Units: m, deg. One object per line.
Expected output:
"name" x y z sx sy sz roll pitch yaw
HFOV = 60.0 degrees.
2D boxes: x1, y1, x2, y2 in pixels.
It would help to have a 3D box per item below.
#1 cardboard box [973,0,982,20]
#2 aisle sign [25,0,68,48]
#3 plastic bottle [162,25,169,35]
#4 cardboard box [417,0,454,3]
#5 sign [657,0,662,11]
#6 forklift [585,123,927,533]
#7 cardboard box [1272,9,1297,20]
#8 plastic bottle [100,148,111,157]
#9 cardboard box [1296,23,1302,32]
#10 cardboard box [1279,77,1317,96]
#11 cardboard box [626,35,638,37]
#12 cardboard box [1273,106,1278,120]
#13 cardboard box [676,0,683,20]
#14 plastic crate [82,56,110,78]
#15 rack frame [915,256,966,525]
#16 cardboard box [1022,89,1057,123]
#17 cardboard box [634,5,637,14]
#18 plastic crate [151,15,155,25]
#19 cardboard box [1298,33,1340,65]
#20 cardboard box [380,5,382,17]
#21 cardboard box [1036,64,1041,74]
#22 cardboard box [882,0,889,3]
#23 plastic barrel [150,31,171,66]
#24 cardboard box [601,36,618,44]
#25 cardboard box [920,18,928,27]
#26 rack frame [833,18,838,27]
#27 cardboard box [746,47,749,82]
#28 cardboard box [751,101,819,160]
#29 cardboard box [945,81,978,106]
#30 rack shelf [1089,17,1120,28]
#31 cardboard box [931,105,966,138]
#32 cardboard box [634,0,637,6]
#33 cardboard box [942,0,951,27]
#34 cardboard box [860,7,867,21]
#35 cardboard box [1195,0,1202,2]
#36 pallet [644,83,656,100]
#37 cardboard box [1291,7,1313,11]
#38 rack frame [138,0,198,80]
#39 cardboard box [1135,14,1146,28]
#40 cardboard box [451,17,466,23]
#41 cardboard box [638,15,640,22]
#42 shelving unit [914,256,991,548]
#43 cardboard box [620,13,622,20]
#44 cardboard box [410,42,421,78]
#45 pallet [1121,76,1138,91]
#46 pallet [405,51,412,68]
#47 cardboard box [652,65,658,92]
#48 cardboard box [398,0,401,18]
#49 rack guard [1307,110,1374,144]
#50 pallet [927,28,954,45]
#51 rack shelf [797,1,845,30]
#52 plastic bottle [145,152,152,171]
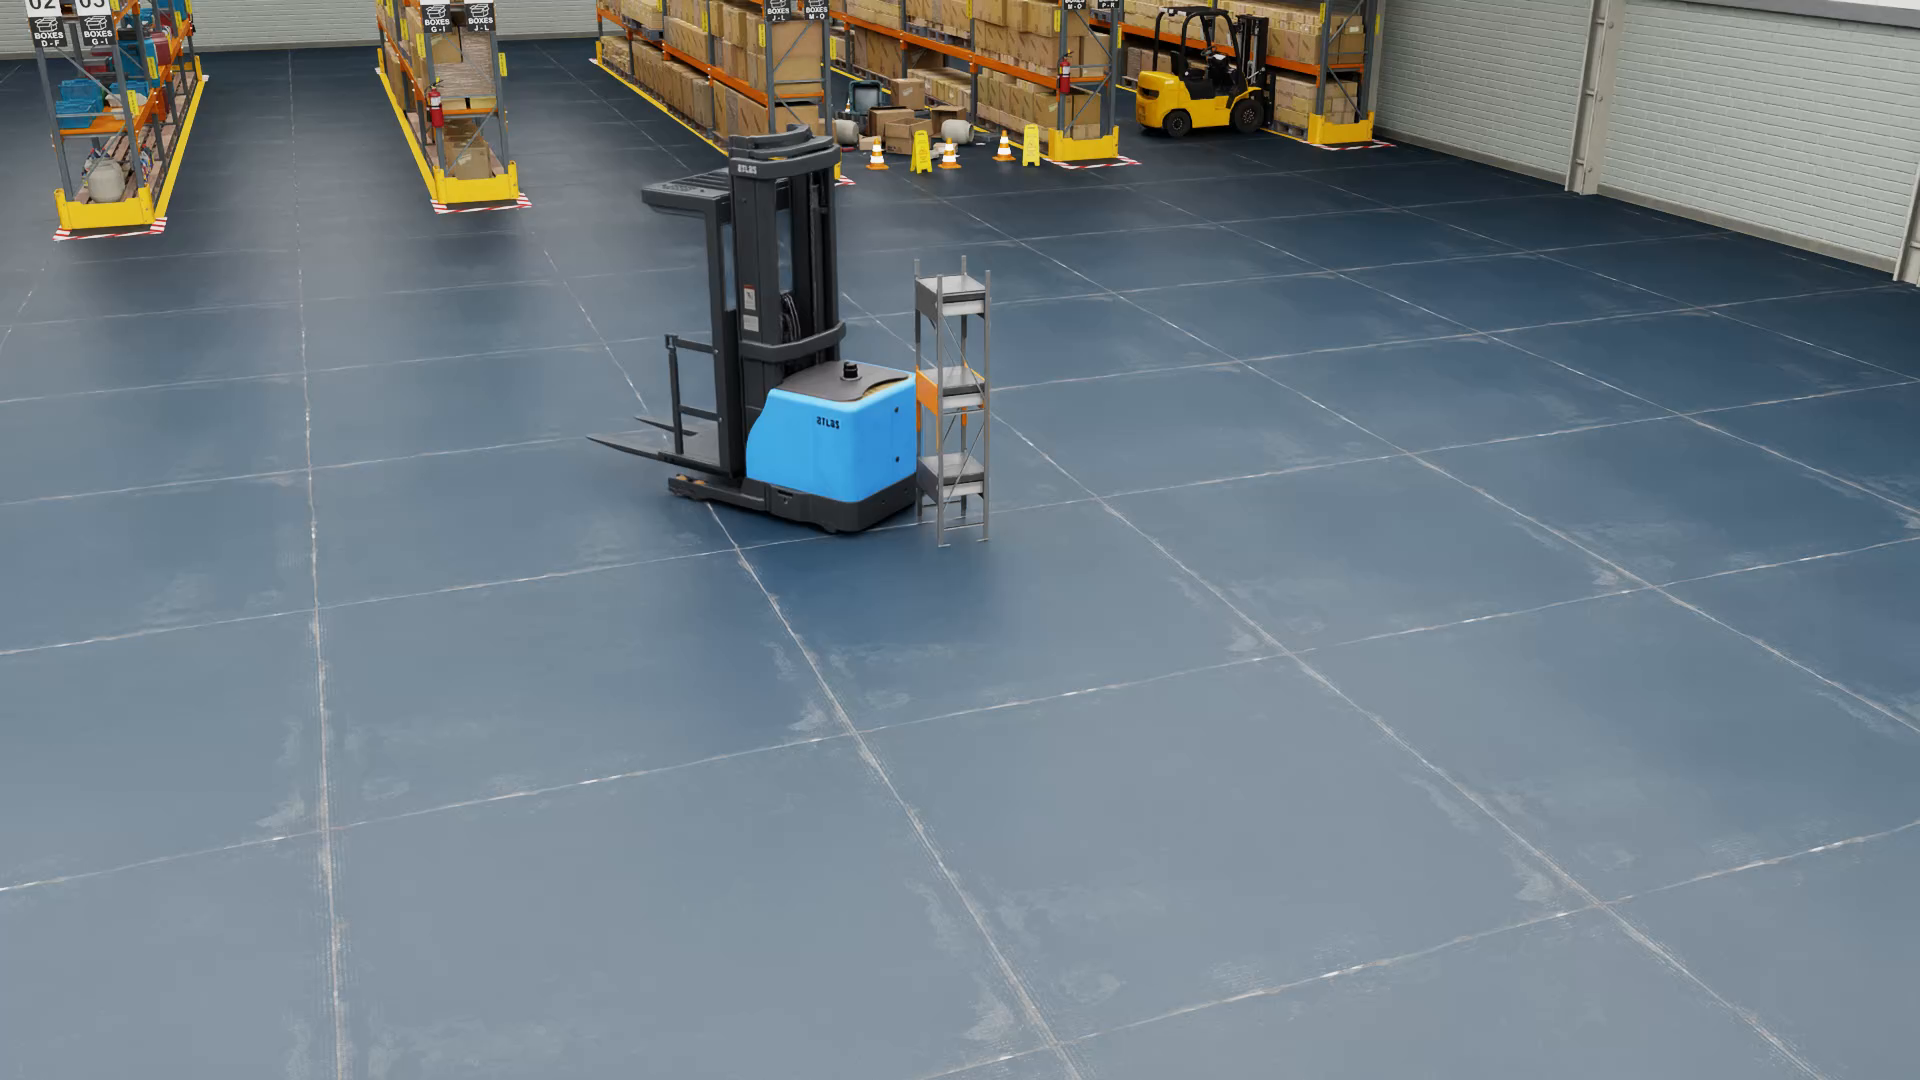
"cardboard box" 0.644 -9.713 30.135 0.700 0.500 0.500 -9 24 -20
"aisle sign" -12.053 -6.898 21.906 0.394 0.787 0.004 -8 24 -19
"plastic bottle" -15.343 -9.748 32.079 0.144 0.351 0.185 -8 24 -19
"cardboard box" -7.575 -7.900 23.961 0.500 0.250 0.500 -8 24 -18
"sign" -5.821 -10.416 32.212 0.100 0.325 0.005 -8 24 -19
"forklift" -1.780 -1.823 13.301 3.031 2.935 1.130 14 27 30
"cardboard box" 5.878 -9.521 30.132 0.380 0.149 0.250 -8 24 -18
"plastic bottle" -13.182 -5.872 25.663 0.144 0.351 0.185 -8 24 -19
"cardboard box" 6.209 -9.112 29.544 0.380 0.149 0.250 -8 24 -18
"cardboard box" 6.106 -8.185 30.019 0.500 0.250 0.500 -8 24 -18
"cardboard box" -7.719 -11.900 39.485 0.380 0.149 0.250 -8 24 -18
"cardboard box" 5.950 -7.907 30.648 0.500 0.250 0.500 -8 24 -18
"cardboard box" -4.988 -10.155 31.567 0.700 0.500 0.500 -9 24 -20
"plastic crate" -13.671 -7.383 26.323 0.402 0.464 0.583 -8 24 -19
"rack frame" -0.145 -1.116 12.695 0.400 2.100 0.015 -8 24 -19
"cardboard box" 1.390 -7.522 28.769 0.500 0.500 0.500 -7 24 -17
"cardboard box" -6.467 -10.891 34.127 0.380 0.149 0.250 -9 24 -20
"plastic crate" -16.407 -10.680 34.302 0.437 0.282 0.530 -8 24 -19
"cardboard box" 6.327 -8.677 29.346 0.500 0.500 0.500 -9 24 -20
"cardboard box" -12.173 -11.372 35.679 0.500 0.250 0.500 -8 24 -18
"cardboard box" 1.508 -7.970 28.120 0.380 0.149 0.250 -9 24 -20
"cardboard box" -1.338 -11.557 34.891 0.500 0.500 0.500 -8 24 -18
"plastic barrel" -14.179 -8.609 29.138 0.600 0.536 0.708 -8 24 -19
"cardboard box" -8.276 -11.820 39.297 0.380 0.149 0.250 -10 25 -21
"cardboard box" -0.581 -10.331 33.182 0.380 0.149 0.250 -8 24 -19
"rack frame" -3.548 -13.619 41.201 1.000 3.000 0.127 -8 24 -19
"cardboard box" -2.959 -7.705 26.976 0.875 0.550 0.550 -8 24 -19
"cardboard box" -2.792 -6.542 26.604 0.875 0.875 0.875 -8 24 -19
"cardboard box" 0.246 -8.693 32.355 0.950 0.372 0.625 -7 24 -16
"rack shelf" 3.214 -11.790 37.787 1.077 0.370 4.000 -8 24 -19
"cardboard box" -0.203 -7.532 29.975 0.500 0.500 0.500 8 24 18
"cardboard box" -6.465 -11.029 34.071 0.380 0.149 0.250 -8 24 -17
"cardboard box" -0.040 -10.141 31.895 0.500 0.500 0.500 -7 24 -17
"cardboard box" -1.876 -11.525 36.424 0.500 0.250 0.500 -9 24 -19
"cardboard box" 5.009 -10.914 33.819 0.380 0.149 0.250 -9 24 -19
"pallet" -6.019 -9.438 34.872 1.003 0.211 1.213 -8 24 -19
"cardboard box" 6.308 -9.688 30.526 0.380 0.149 0.250 -8 24 -19
"rack frame" -17.453 -11.580 36.363 1.000 3.000 0.127 -8 24 -19
"cardboard box" 4.022 -10.948 35.055 0.500 0.250 0.500 -9 24 -20
"cardboard box" -7.454 -7.691 25.337 0.500 0.500 0.500 -8 24 -19
"cardboard box" -6.370 -10.657 33.956 0.380 0.149 0.250 -8 24 -17
"shelving unit" -0.058 -1.028 12.485 0.431 2.100 0.503 -8 24 -19
"cardboard box" -7.243 -11.485 36.460 0.380 0.149 0.250 -9 24 -20
"cardboard box" -8.335 -7.724 26.702 0.875 0.500 0.500 -8 24 -19
"pallet" 4.175 -9.806 35.743 1.003 0.211 1.213 -8 24 -19
"pallet" -9.255 -8.551 29.423 1.003 0.211 1.213 -8 24 -19
"cardboard box" -5.974 -9.431 33.941 0.500 0.500 0.500 -7 24 -17
"cardboard box" -10.464 -10.366 32.063 0.797 0.503 0.637 -8 24 -18
"rack guard" 6.755 -7.328 29.492 1.175 0.500 0.348 -8 24 -19
"pallet" 0.016 -9.911 32.649 1.003 0.211 1.213 -8 24 -19
"rack shelf" -2.842 -12.561 39.617 1.077 0.370 4.000 -8 24 -19
"plastic bottle" -12.552 -5.853 25.706 0.061 0.283 0.133 -7 24 -15
